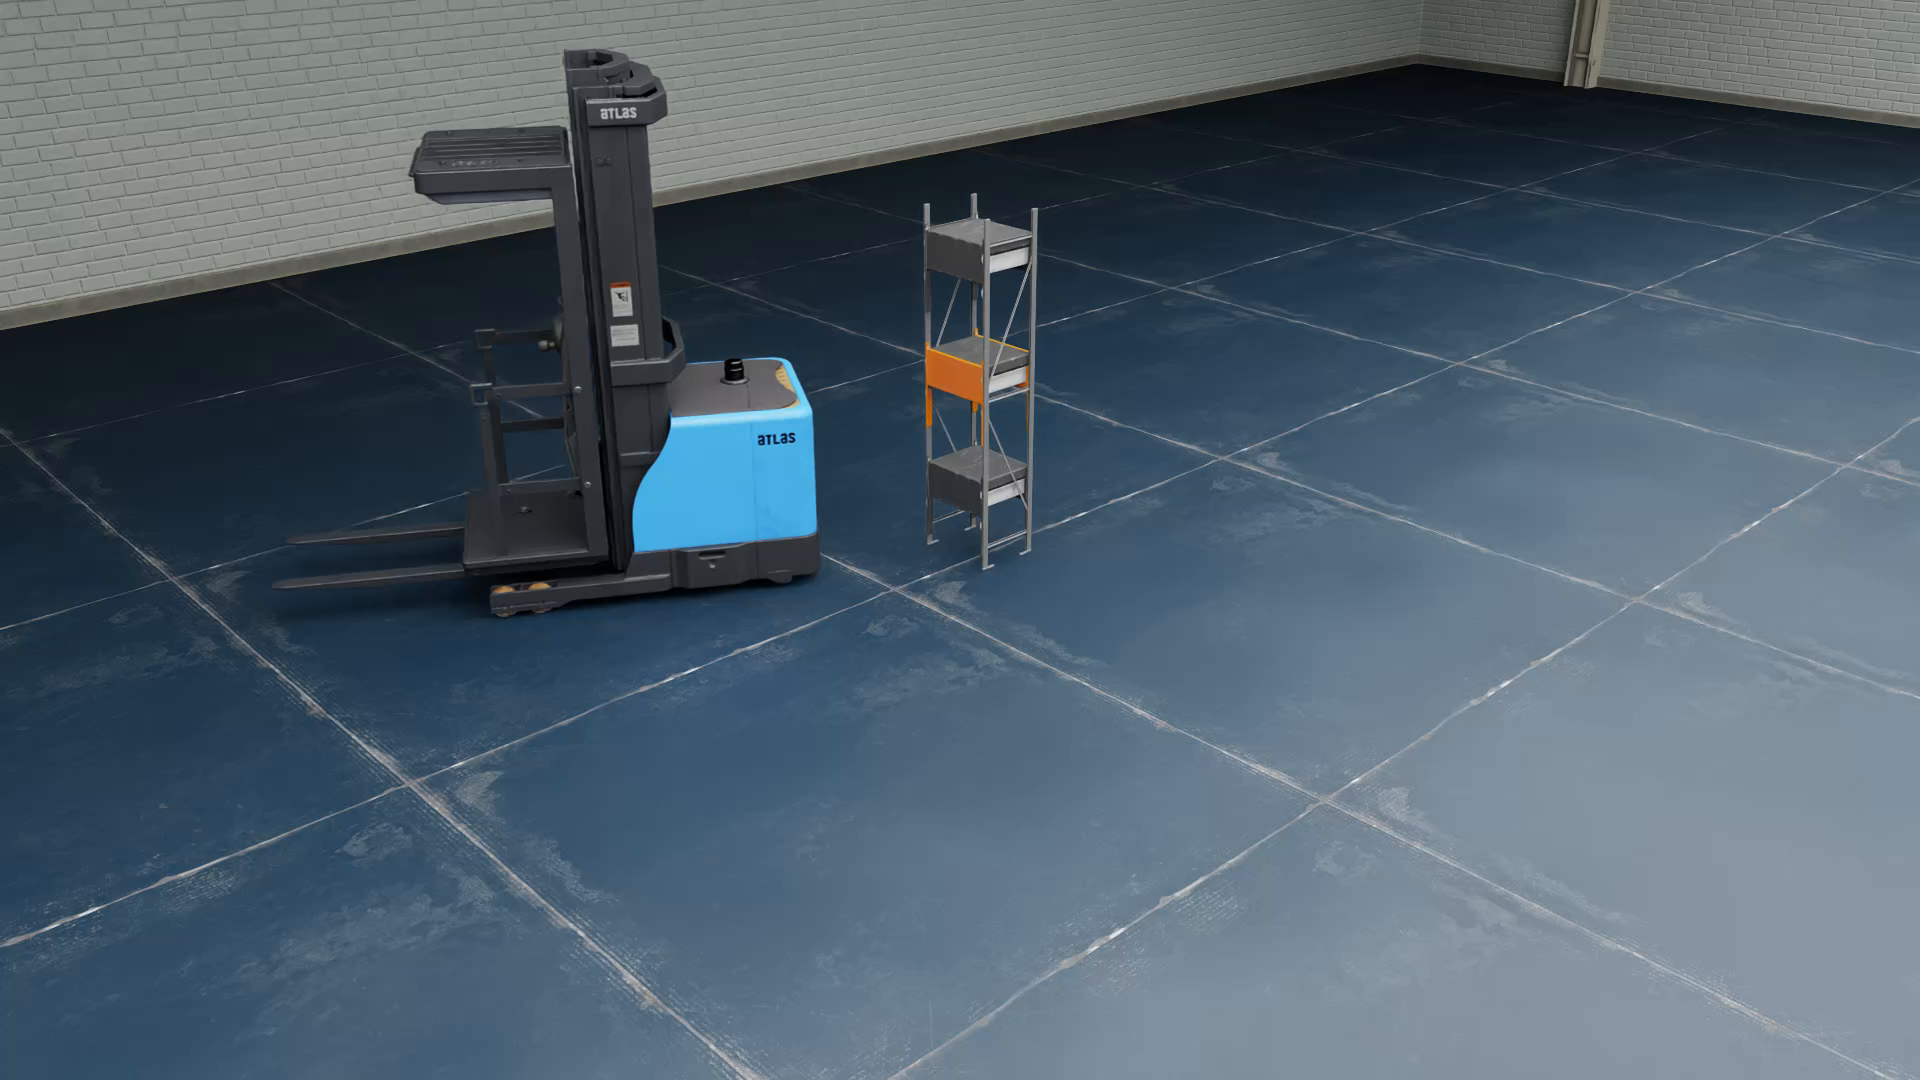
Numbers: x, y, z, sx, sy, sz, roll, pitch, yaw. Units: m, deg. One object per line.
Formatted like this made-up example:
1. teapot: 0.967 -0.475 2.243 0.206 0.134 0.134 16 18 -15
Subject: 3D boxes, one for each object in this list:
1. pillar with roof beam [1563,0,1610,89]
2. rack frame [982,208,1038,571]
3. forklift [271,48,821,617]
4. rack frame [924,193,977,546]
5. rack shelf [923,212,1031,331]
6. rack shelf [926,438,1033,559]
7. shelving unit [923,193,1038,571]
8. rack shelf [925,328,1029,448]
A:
1. pillar with roof beam: 6.379 -9.845 20.988 9.100 9.000 0.400 -21 32 -38
2. rack frame: 0.280 -0.831 9.542 0.400 2.100 0.015 -21 32 -38
3. forklift: -2.388 -1.145 9.229 3.031 2.935 1.130 -6 25 -12
4. rack frame: -0.054 -0.979 9.866 0.400 2.100 0.015 -21 32 -38
5. rack shelf: 0.113 -1.530 9.419 0.431 0.518 0.480 -21 32 -38
6. rack shelf: 0.113 -0.256 10.000 0.431 0.518 0.480 -21 32 -38
7. shelving unit: 0.113 -0.905 9.704 0.431 2.100 0.503 -21 32 -38
8. rack shelf: 0.113 -0.893 9.710 0.431 0.518 0.480 -21 32 -38
